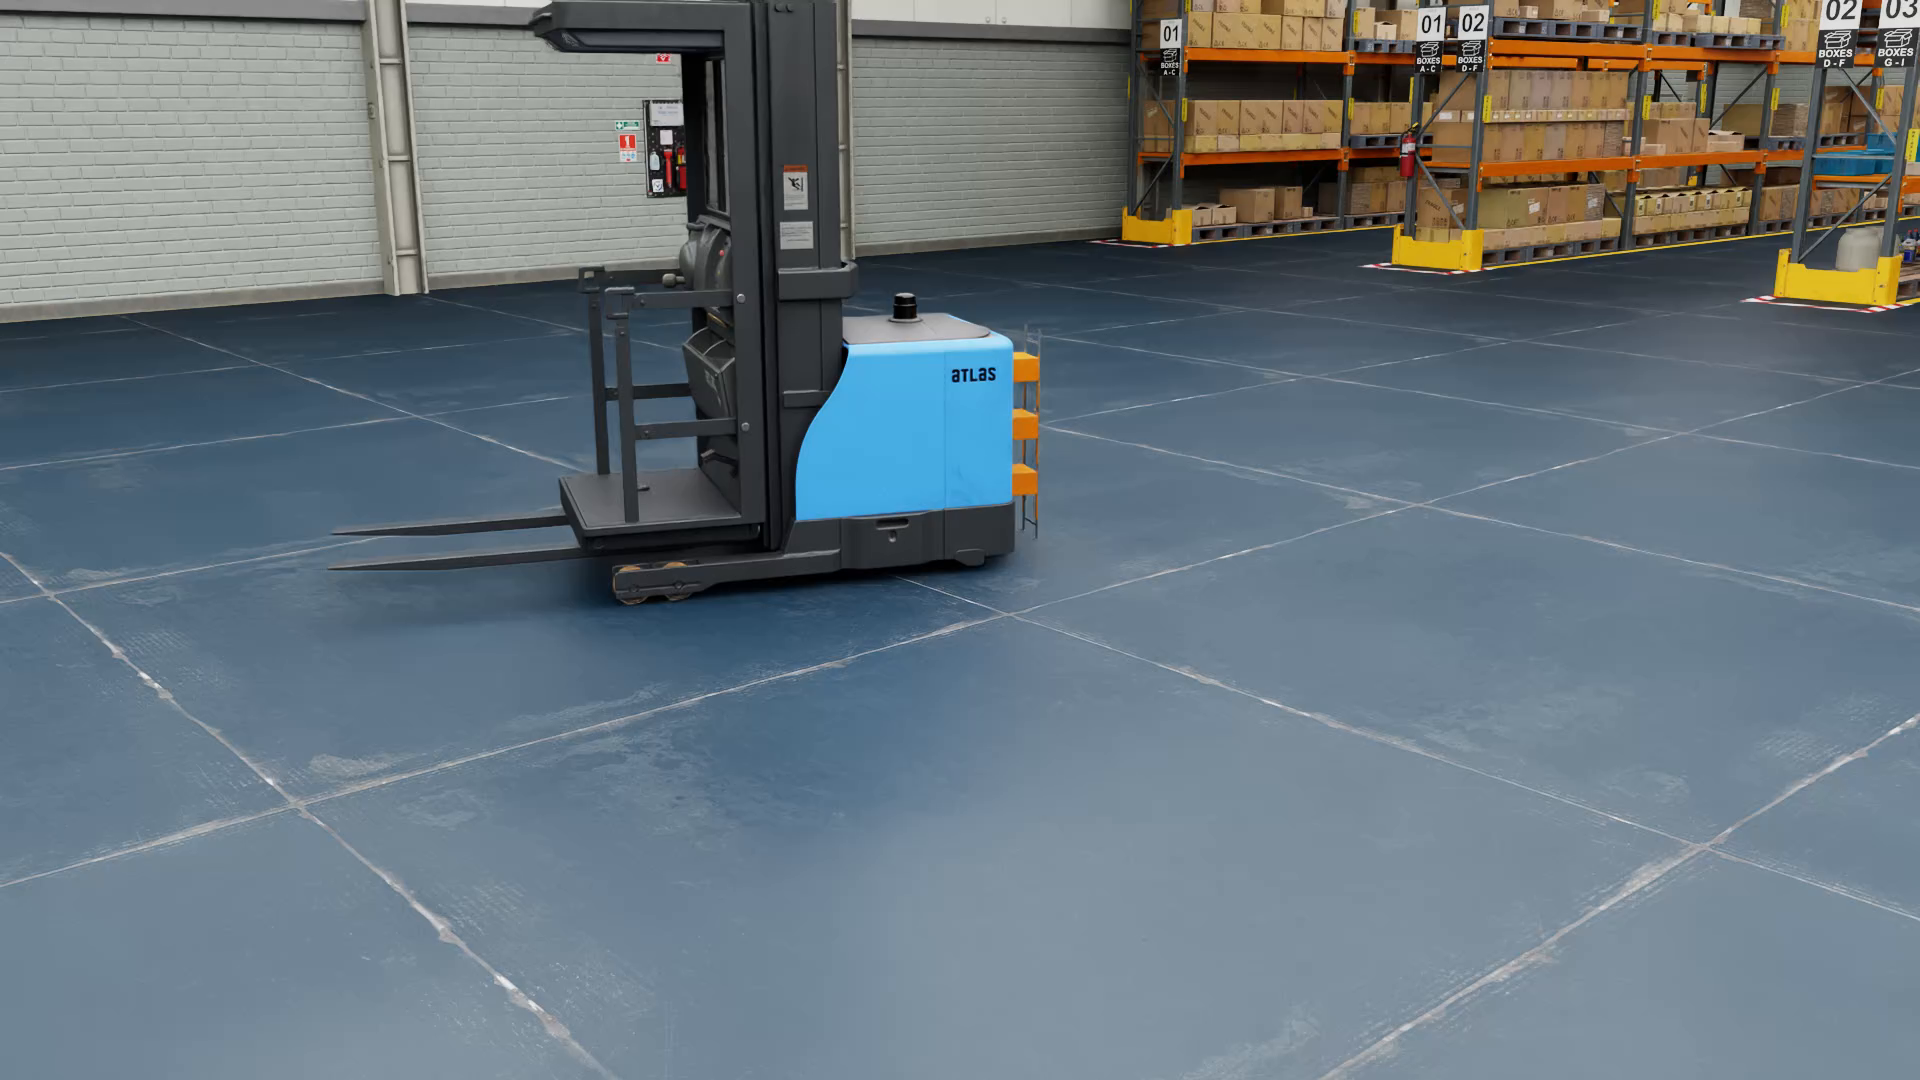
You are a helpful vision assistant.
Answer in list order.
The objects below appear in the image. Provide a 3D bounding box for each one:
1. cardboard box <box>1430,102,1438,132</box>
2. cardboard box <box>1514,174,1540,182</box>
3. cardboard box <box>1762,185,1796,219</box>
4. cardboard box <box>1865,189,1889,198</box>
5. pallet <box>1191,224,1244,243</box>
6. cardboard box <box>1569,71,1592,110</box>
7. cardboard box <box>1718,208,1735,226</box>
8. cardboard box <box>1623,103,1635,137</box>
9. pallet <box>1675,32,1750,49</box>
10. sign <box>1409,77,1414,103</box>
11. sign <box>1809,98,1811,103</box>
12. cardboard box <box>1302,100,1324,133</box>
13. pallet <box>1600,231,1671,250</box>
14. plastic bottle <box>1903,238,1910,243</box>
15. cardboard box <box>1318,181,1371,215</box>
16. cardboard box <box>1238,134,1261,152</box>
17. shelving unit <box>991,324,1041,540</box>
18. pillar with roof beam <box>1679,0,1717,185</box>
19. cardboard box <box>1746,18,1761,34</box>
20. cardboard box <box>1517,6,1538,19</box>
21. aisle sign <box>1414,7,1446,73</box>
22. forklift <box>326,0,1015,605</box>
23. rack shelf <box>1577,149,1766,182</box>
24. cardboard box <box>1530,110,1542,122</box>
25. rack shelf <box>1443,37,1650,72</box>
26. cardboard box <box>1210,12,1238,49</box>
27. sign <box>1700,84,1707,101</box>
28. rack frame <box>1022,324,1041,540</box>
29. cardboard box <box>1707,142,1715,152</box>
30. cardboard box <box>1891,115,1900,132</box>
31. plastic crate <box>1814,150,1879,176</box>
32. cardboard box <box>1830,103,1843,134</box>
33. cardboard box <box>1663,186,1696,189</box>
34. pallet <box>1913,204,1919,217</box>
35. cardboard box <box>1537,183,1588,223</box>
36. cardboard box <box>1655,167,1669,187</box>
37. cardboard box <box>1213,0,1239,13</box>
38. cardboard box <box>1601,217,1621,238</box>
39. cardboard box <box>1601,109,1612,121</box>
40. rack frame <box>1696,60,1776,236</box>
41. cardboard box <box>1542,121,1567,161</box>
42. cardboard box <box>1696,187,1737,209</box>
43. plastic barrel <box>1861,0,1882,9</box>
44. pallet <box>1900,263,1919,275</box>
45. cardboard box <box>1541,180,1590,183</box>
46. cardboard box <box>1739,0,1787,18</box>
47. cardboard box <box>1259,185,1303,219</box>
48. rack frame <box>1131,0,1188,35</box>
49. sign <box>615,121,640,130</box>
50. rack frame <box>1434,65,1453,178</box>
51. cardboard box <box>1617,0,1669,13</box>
[{"bbox_3d":[8.193,-7.388,29.050,0.700,0.500,0.500,14,20,42],"label":"cardboard box"},{"bbox_3d":[10.251,-6.719,30.944,0.750,0.750,0.750,-13,20,-40],"label":"cardboard box"},{"bbox_3d":[13.122,-5.461,26.873,0.500,0.500,0.500,-14,20,-41],"label":"cardboard box"},{"bbox_3d":[16.631,-6.348,30.188,0.637,0.503,0.797,-13,19,-39],"label":"cardboard box"},{"bbox_3d":[3.604,-4.750,25.623,1.213,0.211,1.003,-13,19,-39],"label":"pallet"},{"bbox_3d":[8.093,-6.095,22.549,0.500,0.500,0.700,-13,20,-39],"label":"cardboard box"},{"bbox_3d":[11.577,-4.995,25.651,0.500,0.250,0.500,-13,20,-40],"label":"cardboard box"},{"bbox_3d":[12.937,-8.342,33.088,0.700,0.700,0.980,-13,20,-41],"label":"cardboard box"},{"bbox_3d":[10.905,-7.380,24.621,1.213,0.211,1.003,-12,19,-37],"label":"pallet"},{"bbox_3d":[5.819,-5.771,21.342,0.005,0.325,0.100,-13,19,-39],"label":"sign"},{"bbox_3d":[14.855,-7.545,29.007,0.005,0.325,0.100,-13,19,-39],"label":"sign"},{"bbox_3d":[5.401,-6.704,26.336,0.500,0.500,0.500,-13,20,-40],"label":"cardboard box"},{"bbox_3d":[9.713,-4.452,24.510,1.213,0.211,1.003,-13,19,-39],"label":"pallet"},{"bbox_3d":[11.321,-3.477,19.887,0.097,0.271,0.097,0,15,0],"label":"plastic bottle"},{"bbox_3d":[6.472,-5.764,28.007,0.500,0.500,0.700,-12,19,-38],"label":"cardboard box"},{"bbox_3d":[4.257,-6.087,25.479,0.500,0.250,0.500,-13,20,-40],"label":"cardboard box"},{"bbox_3d":[0.236,-0.520,8.163,0.252,1.050,0.215,-5,16,-18],"label":"shelving unit"},{"bbox_3d":[19.275,-11.350,33.303,0.400,9.000,9.100,-13,19,-39],"label":"pillar with roof beam"},{"bbox_3d":[11.895,-7.837,25.440,0.500,0.250,0.500,14,21,43],"label":"cardboard box"},{"bbox_3d":[7.168,-6.753,21.308,0.250,0.149,0.380,-13,19,-39],"label":"cardboard box"},{"bbox_3d":[5.922,-6.292,20.954,0.004,0.787,0.394,-13,19,-39],"label":"aisle sign"},{"bbox_3d":[-1.317,-1.289,7.396,3.031,2.935,1.130,-5,16,-18],"label":"forklift"},{"bbox_3d":[10.691,-5.658,25.015,4.000,0.370,1.077,-13,19,-39],"label":"rack shelf"},{"bbox_3d":[7.380,-5.551,21.768,0.250,0.149,0.380,-14,20,-41],"label":"cardboard box"},{"bbox_3d":[7.674,-6.430,22.091,4.000,0.370,1.077,-13,19,-39],"label":"rack shelf"},{"bbox_3d":[3.755,-7.553,24.667,0.500,0.500,0.500,-11,19,-36],"label":"cardboard box"},{"bbox_3d":[15.326,-9.230,34.288,0.005,0.325,0.100,-13,19,-39],"label":"sign"},{"bbox_3d":[0.352,-0.530,8.201,0.008,1.050,0.200,-5,16,-18],"label":"rack frame"},{"bbox_3d":[11.275,-5.996,25.373,0.250,0.149,0.380,-11,18,-35],"label":"cardboard box"},{"bbox_3d":[16.165,-7.191,29.166,0.500,0.500,0.500,-12,19,-38],"label":"cardboard box"},{"bbox_3d":[9.595,-4.096,18.059,0.616,0.251,0.499,-13,19,-39],"label":"plastic crate"},{"bbox_3d":[14.713,-7.237,28.523,0.700,0.500,0.500,8,17,28],"label":"cardboard box"},{"bbox_3d":[11.221,-5.368,25.962,0.500,0.311,0.500,-13,20,-41],"label":"cardboard box"},{"bbox_3d":[17.577,-6.205,31.070,1.213,0.211,1.003,-13,19,-39],"label":"pallet"},{"bbox_3d":[8.216,-4.615,22.776,0.500,0.500,0.500,-13,19,-39],"label":"cardboard box"},{"bbox_3d":[14.140,-7.436,34.307,0.500,0.500,0.700,-13,20,-40],"label":"cardboard box"},{"bbox_3d":[3.772,-8.037,24.542,0.500,0.500,0.500,-13,20,-40],"label":"cardboard box"},{"bbox_3d":[8.976,-4.421,23.501,0.500,0.250,0.500,-13,19,-39],"label":"cardboard box"},{"bbox_3d":[8.734,-5.855,22.906,0.250,0.149,0.380,-13,20,-41],"label":"cardboard box"},{"bbox_3d":[12.200,-6.345,26.191,0.127,3.000,1.000,-13,19,-39],"label":"rack frame"},{"bbox_3d":[7.691,-5.377,22.375,0.500,0.500,0.700,-12,19,-38],"label":"cardboard box"},{"bbox_3d":[11.579,-5.264,25.573,0.500,0.311,0.500,-13,20,-40],"label":"cardboard box"},{"bbox_3d":[9.697,-5.991,17.409,0.708,0.830,0.600,-13,19,-39],"label":"plastic barrel"},{"bbox_3d":[10.976,-3.042,19.228,1.213,0.211,1.003,-13,19,-39],"label":"pallet"},{"bbox_3d":[8.627,-4.886,23.792,0.500,0.500,0.500,-13,19,-39],"label":"cardboard box"},{"bbox_3d":[12.533,-8.398,25.934,0.500,0.500,0.500,-13,19,-39],"label":"cardboard box"},{"bbox_3d":[5.171,-5.452,26.840,0.500,0.500,0.500,14,21,43],"label":"cardboard box"},{"bbox_3d":[2.910,-8.852,23.951,0.127,3.000,1.000,-13,19,-39],"label":"rack frame"},{"bbox_3d":[-4.021,-5.011,20.103,0.331,0.109,0.001,-13,19,-39],"label":"sign"},{"bbox_3d":[8.945,-7.309,29.799,0.127,3.000,1.000,-13,19,-39],"label":"rack frame"},{"bbox_3d":[9.674,-7.706,23.498,0.500,0.500,0.500,-12,19,-39],"label":"cardboard box"}]
